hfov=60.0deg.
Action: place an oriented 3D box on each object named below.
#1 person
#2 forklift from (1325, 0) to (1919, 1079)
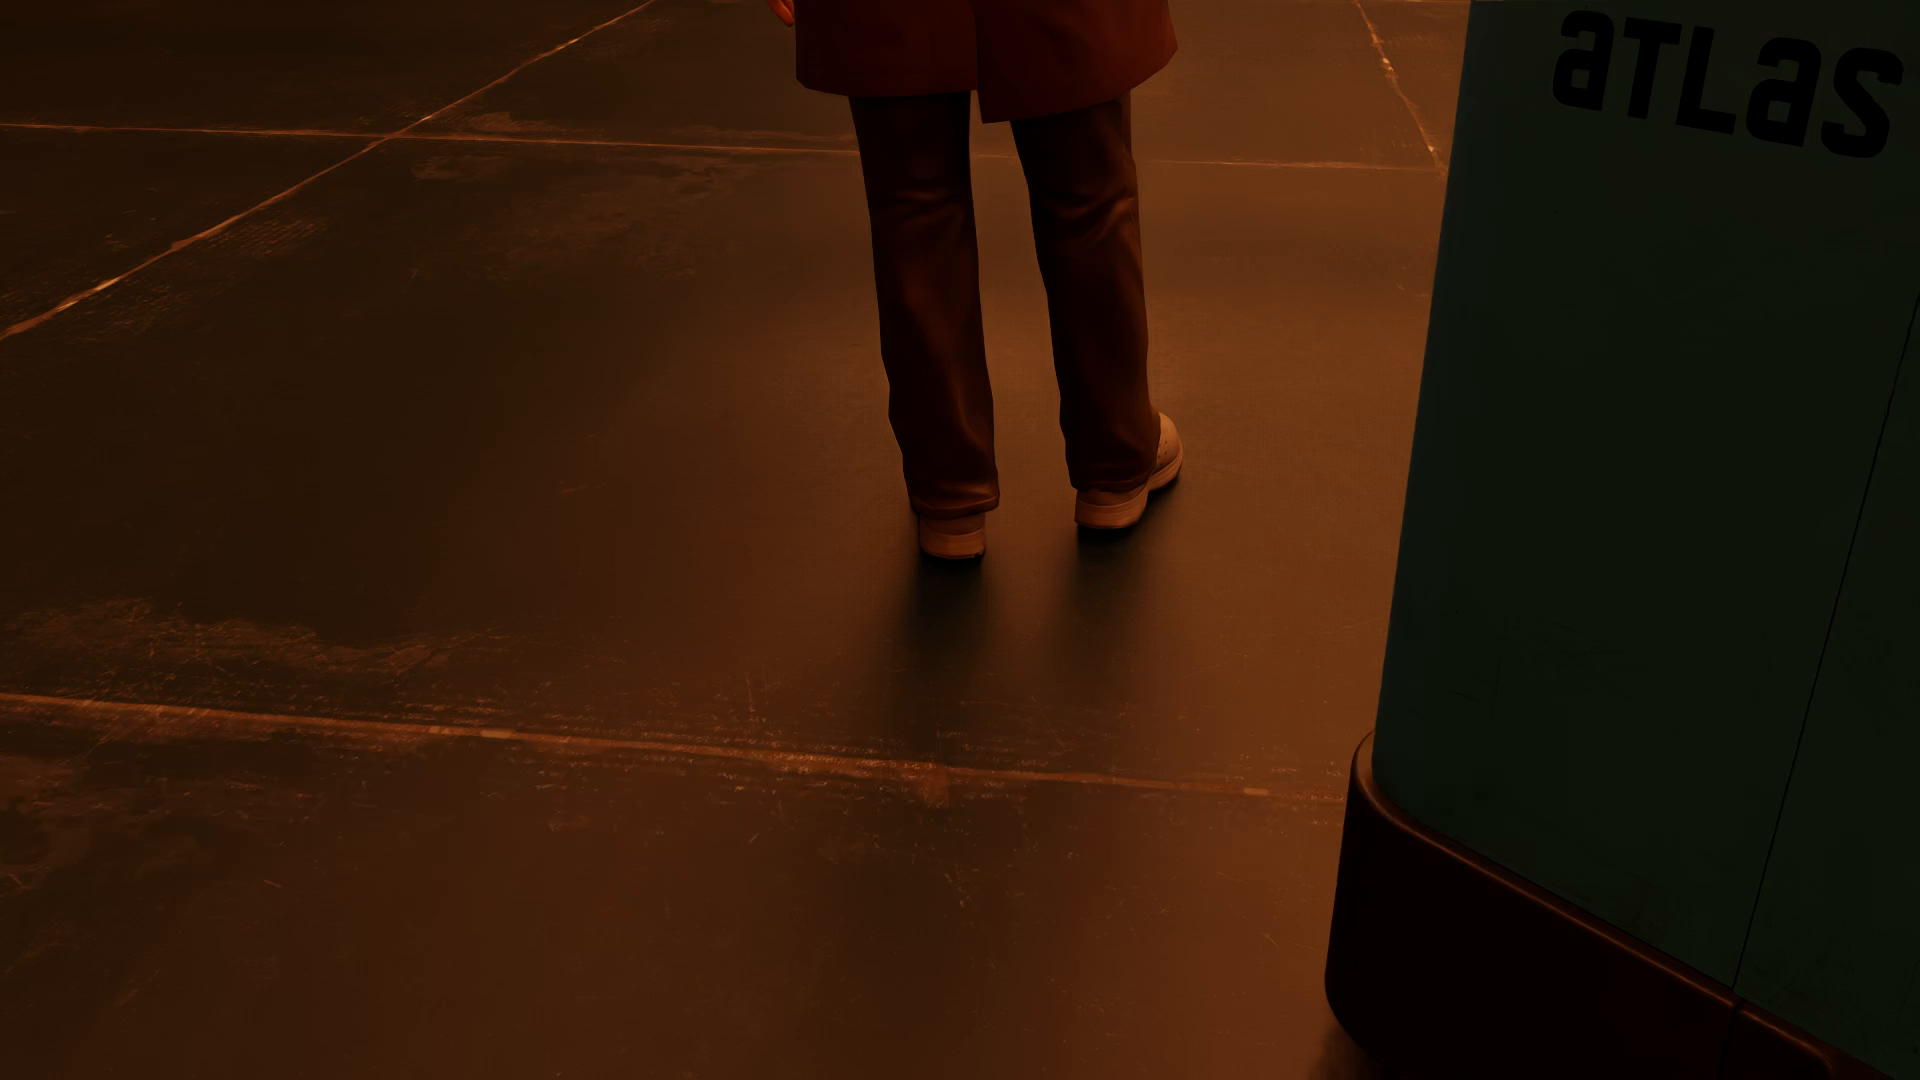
[{"bbox_3d":[0.016,-0.843,2.181,0.698,1.778,0.579,3,27,7],"label":"person"},{"bbox_3d":[1.678,-0.480,0.178,1.130,2.935,3.031,-21,33,-36],"label":"forklift"}]
